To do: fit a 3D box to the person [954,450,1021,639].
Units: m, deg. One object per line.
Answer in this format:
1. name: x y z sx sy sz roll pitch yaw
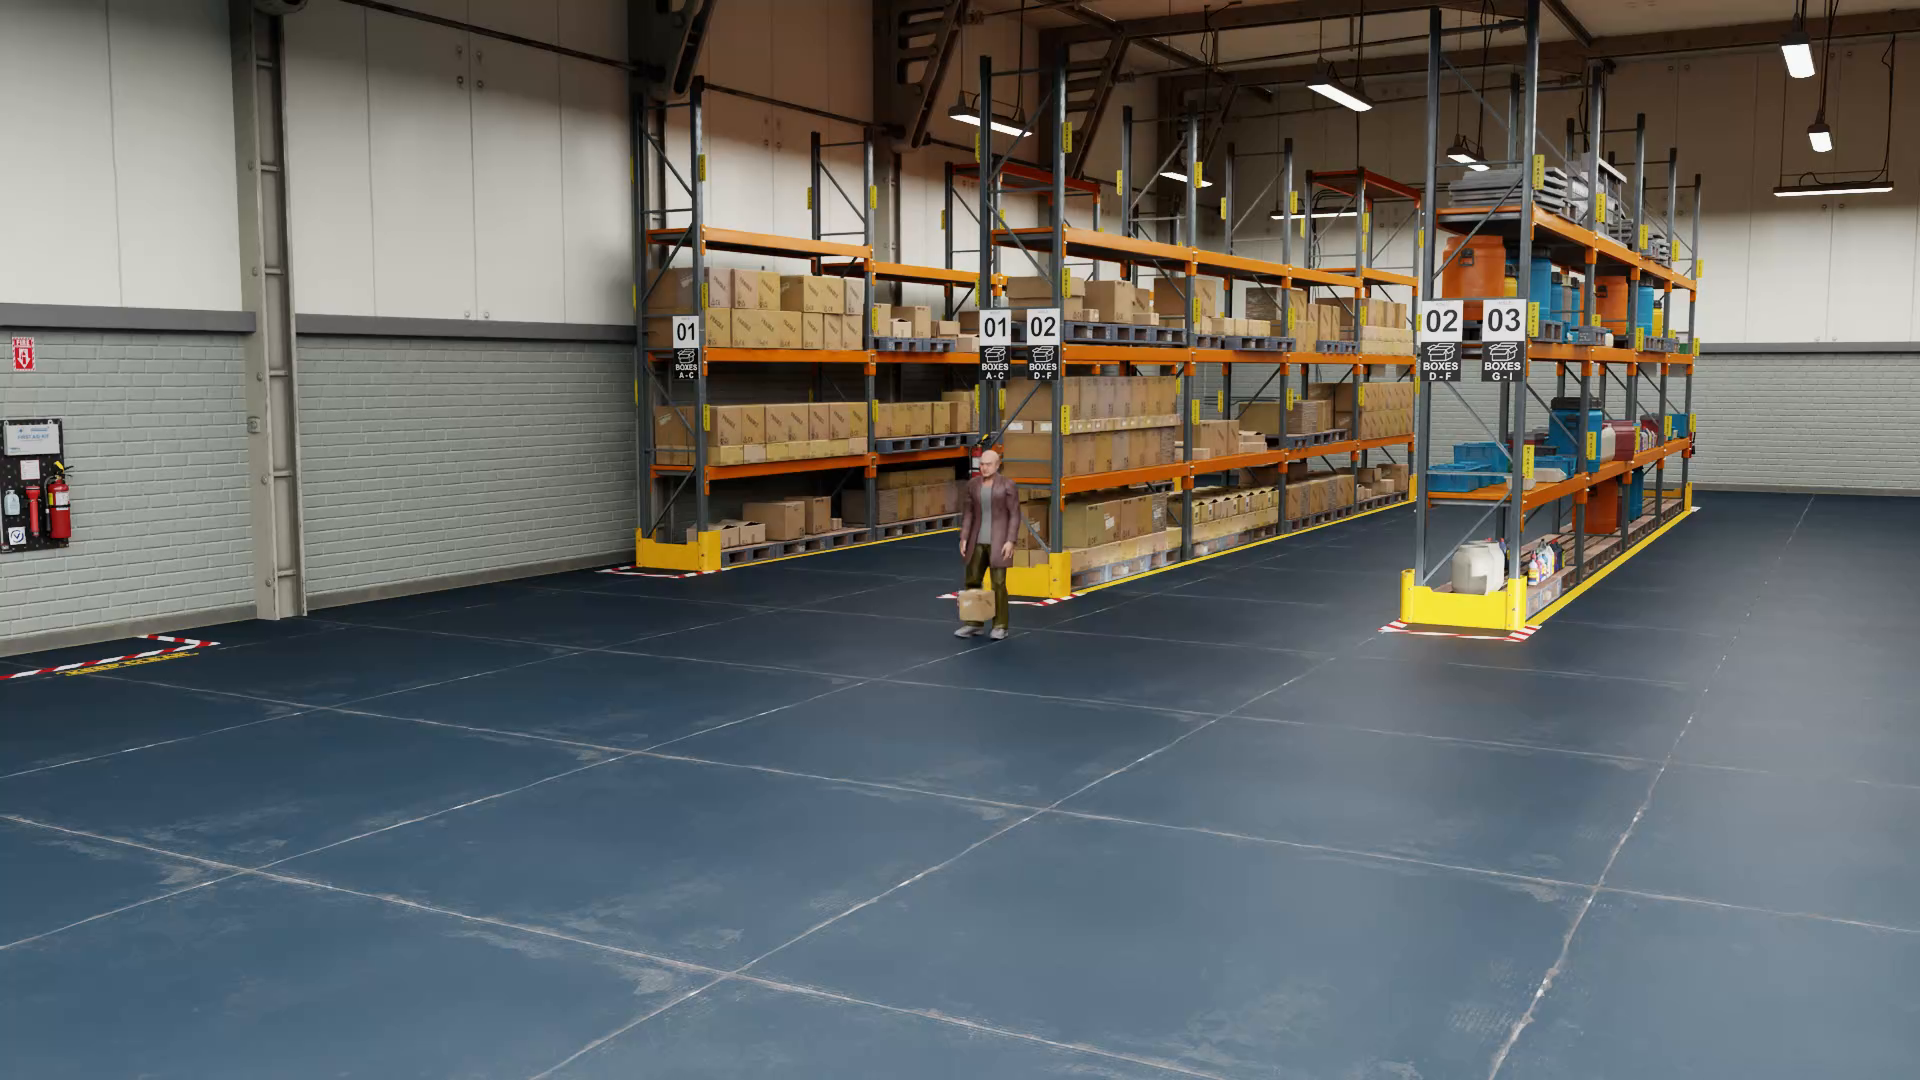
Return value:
1. person: 0.274 0.037 15.695 0.601 1.775 0.425 3 6 27
